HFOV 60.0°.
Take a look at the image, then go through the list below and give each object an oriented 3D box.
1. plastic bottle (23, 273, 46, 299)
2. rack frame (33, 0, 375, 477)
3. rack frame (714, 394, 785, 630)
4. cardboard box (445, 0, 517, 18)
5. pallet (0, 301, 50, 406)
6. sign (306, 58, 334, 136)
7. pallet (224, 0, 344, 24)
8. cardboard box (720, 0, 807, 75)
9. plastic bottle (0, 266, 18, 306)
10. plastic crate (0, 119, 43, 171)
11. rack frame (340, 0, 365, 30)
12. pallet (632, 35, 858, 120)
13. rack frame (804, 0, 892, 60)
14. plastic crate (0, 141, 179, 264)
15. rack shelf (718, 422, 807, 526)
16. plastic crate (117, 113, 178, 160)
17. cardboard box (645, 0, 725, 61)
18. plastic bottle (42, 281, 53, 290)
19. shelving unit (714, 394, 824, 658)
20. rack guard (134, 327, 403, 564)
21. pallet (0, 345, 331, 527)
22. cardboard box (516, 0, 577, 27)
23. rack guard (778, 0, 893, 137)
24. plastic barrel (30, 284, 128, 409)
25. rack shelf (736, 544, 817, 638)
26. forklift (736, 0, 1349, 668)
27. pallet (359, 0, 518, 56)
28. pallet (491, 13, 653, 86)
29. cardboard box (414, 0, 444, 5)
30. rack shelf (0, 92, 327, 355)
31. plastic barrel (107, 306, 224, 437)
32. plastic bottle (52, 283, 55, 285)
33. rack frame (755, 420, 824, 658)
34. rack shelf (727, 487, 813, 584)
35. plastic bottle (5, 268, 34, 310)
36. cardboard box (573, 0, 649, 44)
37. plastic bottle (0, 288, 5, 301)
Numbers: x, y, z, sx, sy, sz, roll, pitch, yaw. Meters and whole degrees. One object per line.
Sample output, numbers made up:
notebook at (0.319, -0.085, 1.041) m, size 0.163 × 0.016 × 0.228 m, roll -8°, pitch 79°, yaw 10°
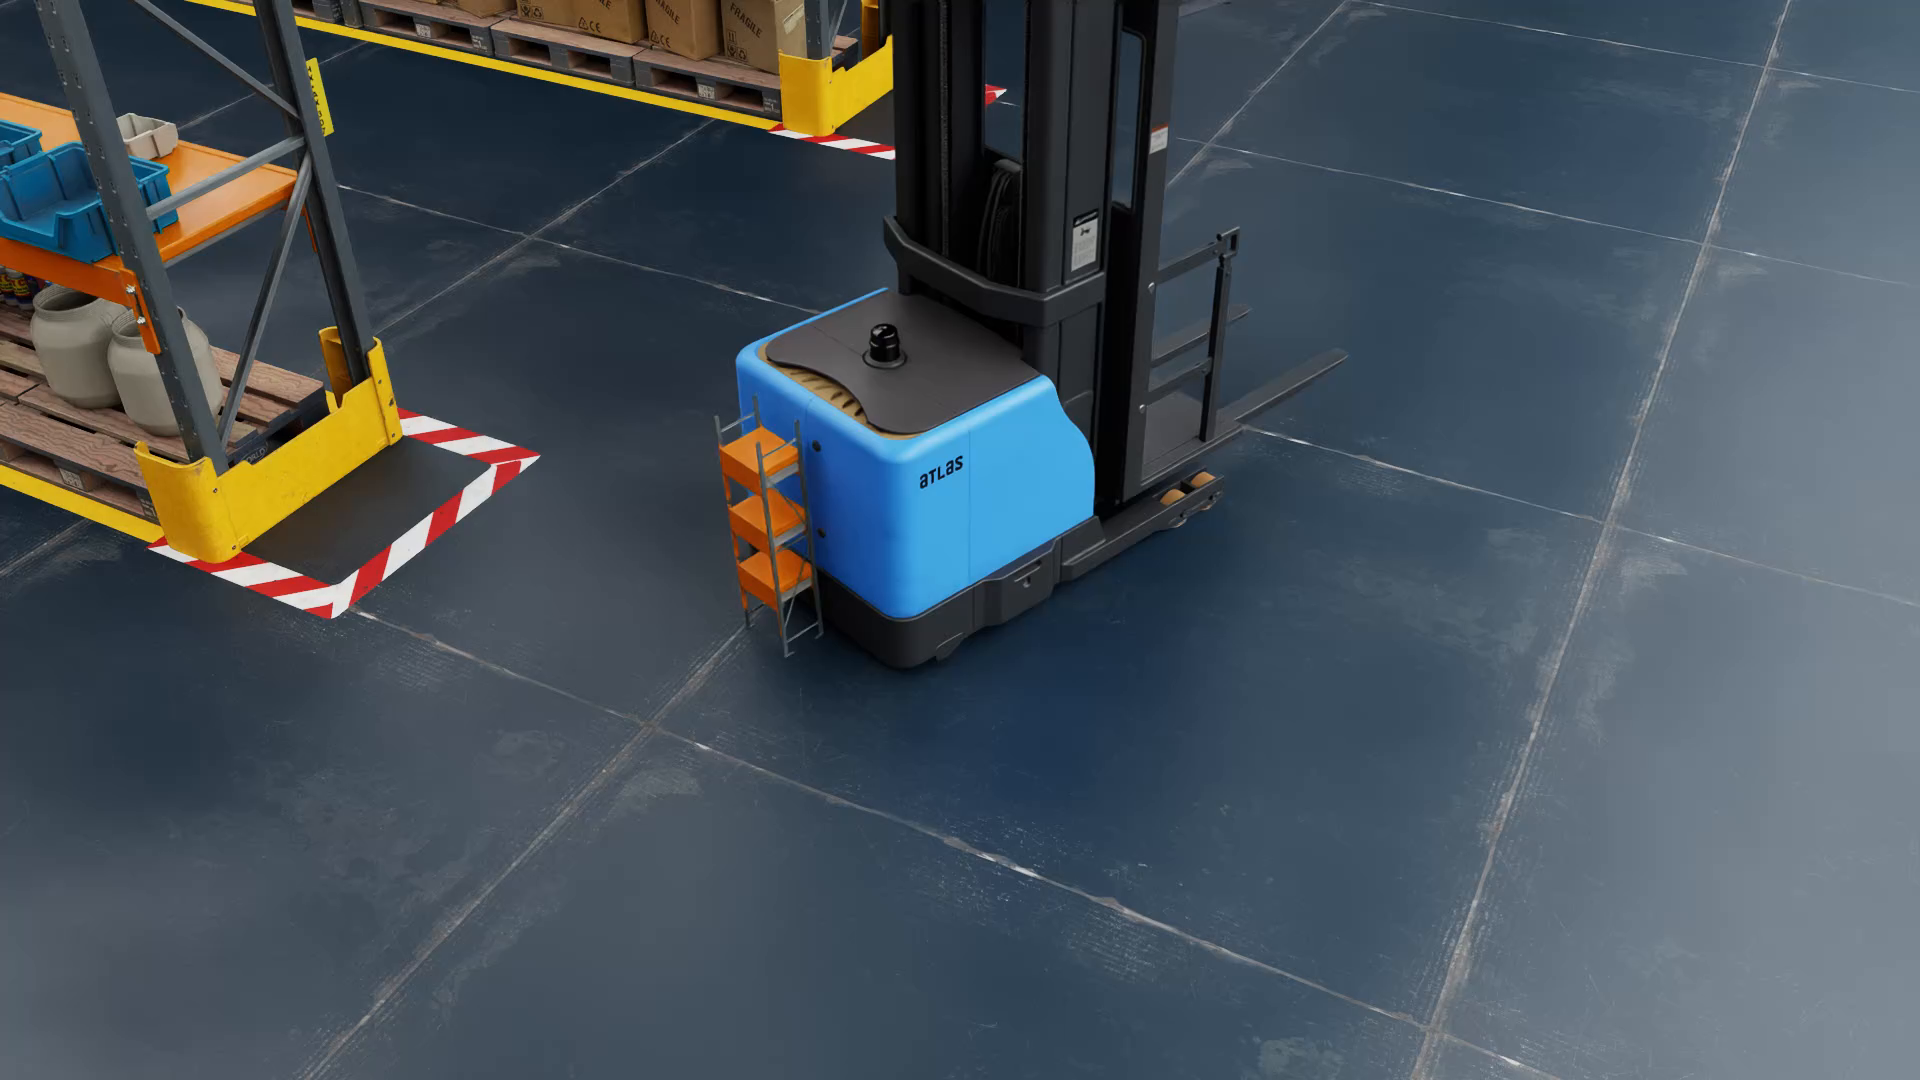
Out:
plastic bottle at (-4.618, -1.282, 8.341) m, size 0.133 × 0.283 × 0.061 m, roll 18°, pitch 41°, yaw 22°
rack frame at (-2.959, -1.445, 6.673) m, size 0.127 × 3.000 × 1.000 m, roll 17°, pitch 41°, yaw 21°
rack frame at (-0.814, -0.090, 6.492) m, size 0.200 × 1.050 × 0.008 m, roll -33°, pitch 48°, yaw -32°
cardboard box at (-3.384, -4.100, 11.890) m, size 0.500 × 0.500 × 0.500 m, roll -30°, pitch 47°, yaw -34°
pallet at (-4.846, -0.899, 8.259) m, size 1.213 × 0.211 × 1.003 m, roll 17°, pitch 41°, yaw 21°
sign at (-2.702, -1.849, 6.976) m, size 0.005 × 0.325 × 0.100 m, roll 17°, pitch 41°, yaw 21°
pallet at (-4.925, -4.321, 12.768) m, size 1.213 × 0.211 × 1.003 m, roll 17°, pitch 41°, yaw 21°
cardboard box at (-1.228, -3.458, 11.045) m, size 0.500 × 0.500 × 0.500 m, roll 25°, pitch 44°, yaw 29°
plastic bottle at (-4.819, -1.328, 8.411) m, size 0.097 × 0.271 × 0.097 m, roll 0°, pitch 37°, yaw 0°
plastic crate at (-4.115, -1.548, 6.931) m, size 0.408 × 0.251 × 0.499 m, roll 17°, pitch 41°, yaw 21°
rack frame at (-4.233, -5.216, 11.641) m, size 0.127 × 3.000 × 1.000 m, roll 17°, pitch 41°, yaw 21°
pallet at (-1.454, -3.259, 11.369) m, size 1.213 × 0.211 × 1.003 m, roll 17°, pitch 41°, yaw 21°
rack frame at (-0.681, -4.104, 10.176) m, size 0.127 × 3.000 × 1.000 m, roll 17°, pitch 41°, yaw 21°
plastic crate at (-3.541, -1.364, 6.689) m, size 0.616 × 0.251 × 0.499 m, roll 17°, pitch 41°, yaw 21°
rack shelf at (-0.738, -0.249, 6.250) m, size 0.215 × 0.259 × 0.240 m, roll -33°, pitch 48°, yaw -32°
plastic crate at (-3.605, -1.761, 7.308) m, size 0.250 × 0.136 × 0.298 m, roll 17°, pitch 41°, yaw 21°
cardboard box at (-1.774, -3.606, 11.240) m, size 0.500 × 0.500 × 0.500 m, roll 29°, pitch 46°, yaw 33°
plastic bottle at (-4.517, -1.206, 8.308) m, size 0.097 × 0.201 × 0.097 m, roll 0°, pitch 37°, yaw 0°
shelving unit at (-0.729, -0.037, 6.422) m, size 0.215 × 1.050 × 0.252 m, roll -33°, pitch 48°, yaw -32°
rack guard at (-3.048, -0.445, 7.423) m, size 0.348 × 0.500 × 1.175 m, roll 17°, pitch 41°, yaw 21°
pallet at (-3.767, -0.559, 7.812) m, size 1.213 × 0.211 × 1.003 m, roll 17°, pitch 41°, yaw 21°
cardboard box at (-2.797, -3.970, 11.719) m, size 0.500 × 0.500 × 0.500 m, roll 14°, pitch 39°, yaw 18°
rack guard at (-0.748, -3.130, 10.959) m, size 0.348 × 0.500 × 1.175 m, roll 17°, pitch 41°, yaw 21°
plastic barrel at (-4.023, -0.903, 7.668) m, size 0.421 × 0.512 × 0.421 m, roll 0°, pitch 37°, yaw 0°
rack shelf at (-0.719, 0.187, 6.604) m, size 0.215 × 0.259 × 0.240 m, roll -33°, pitch 48°, yaw -32°
forklift at (0.544, -1.433, 6.714) m, size 3.031 × 2.935 × 1.130 m, roll -29°, pitch 46°, yaw -32°
pallet at (-3.620, -3.938, 12.263) m, size 1.213 × 0.211 × 1.003 m, roll 17°, pitch 41°, yaw 21°
pallet at (-2.533, -3.599, 11.817) m, size 1.213 × 0.211 × 1.003 m, roll 17°, pitch 41°, yaw 21°
cardboard box at (-3.896, -4.255, 12.095) m, size 0.500 × 0.500 × 0.500 m, roll 16°, pitch 40°, yaw 20°
rack shelf at (-4.735, -1.714, 7.623) m, size 4.000 × 0.370 × 1.077 m, roll 17°, pitch 41°, yaw 21°
plastic barrel at (-3.578, -0.763, 7.485) m, size 0.421 × 0.512 × 0.421 m, roll 0°, pitch 37°, yaw 0°
plastic bottle at (-4.425, -1.205, 8.249) m, size 0.097 × 0.271 × 0.097 m, roll 0°, pitch 37°, yaw 0°
rack frame at (-0.644, 0.016, 6.353) m, size 0.200 × 1.050 × 0.008 m, roll -33°, pitch 48°, yaw -32°
rack shelf at (-0.729, -0.029, 6.429) m, size 0.215 × 0.259 × 0.240 m, roll -33°, pitch 48°, yaw -32°
plastic bottle at (-4.730, -1.300, 8.375) m, size 0.097 × 0.271 × 0.097 m, roll 0°, pitch 37°, yaw 0°
cardboard box at (-2.322, -3.790, 11.483) m, size 0.500 × 0.500 × 0.500 m, roll 21°, pitch 42°, yaw 26°
plastic bottle at (-4.907, -1.328, 8.469) m, size 0.097 × 0.201 × 0.097 m, roll 0°, pitch 37°, yaw 0°
